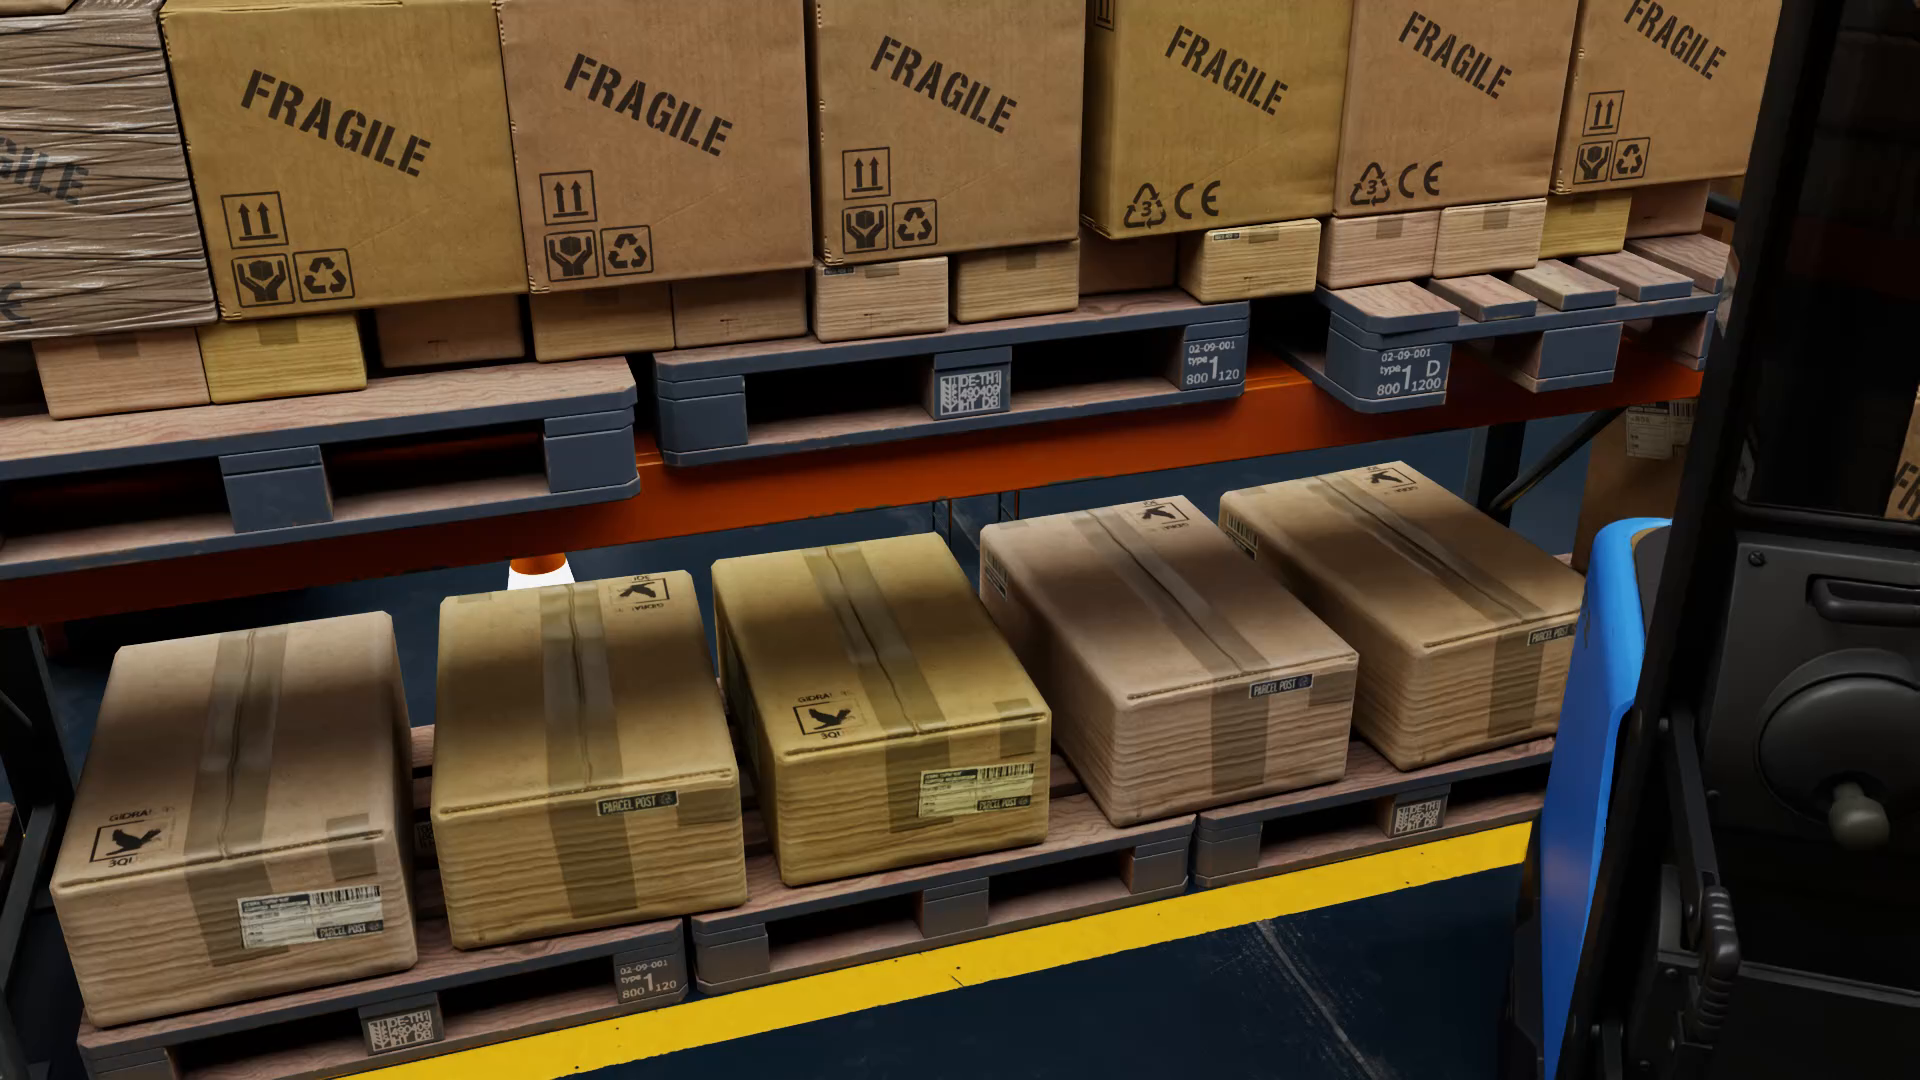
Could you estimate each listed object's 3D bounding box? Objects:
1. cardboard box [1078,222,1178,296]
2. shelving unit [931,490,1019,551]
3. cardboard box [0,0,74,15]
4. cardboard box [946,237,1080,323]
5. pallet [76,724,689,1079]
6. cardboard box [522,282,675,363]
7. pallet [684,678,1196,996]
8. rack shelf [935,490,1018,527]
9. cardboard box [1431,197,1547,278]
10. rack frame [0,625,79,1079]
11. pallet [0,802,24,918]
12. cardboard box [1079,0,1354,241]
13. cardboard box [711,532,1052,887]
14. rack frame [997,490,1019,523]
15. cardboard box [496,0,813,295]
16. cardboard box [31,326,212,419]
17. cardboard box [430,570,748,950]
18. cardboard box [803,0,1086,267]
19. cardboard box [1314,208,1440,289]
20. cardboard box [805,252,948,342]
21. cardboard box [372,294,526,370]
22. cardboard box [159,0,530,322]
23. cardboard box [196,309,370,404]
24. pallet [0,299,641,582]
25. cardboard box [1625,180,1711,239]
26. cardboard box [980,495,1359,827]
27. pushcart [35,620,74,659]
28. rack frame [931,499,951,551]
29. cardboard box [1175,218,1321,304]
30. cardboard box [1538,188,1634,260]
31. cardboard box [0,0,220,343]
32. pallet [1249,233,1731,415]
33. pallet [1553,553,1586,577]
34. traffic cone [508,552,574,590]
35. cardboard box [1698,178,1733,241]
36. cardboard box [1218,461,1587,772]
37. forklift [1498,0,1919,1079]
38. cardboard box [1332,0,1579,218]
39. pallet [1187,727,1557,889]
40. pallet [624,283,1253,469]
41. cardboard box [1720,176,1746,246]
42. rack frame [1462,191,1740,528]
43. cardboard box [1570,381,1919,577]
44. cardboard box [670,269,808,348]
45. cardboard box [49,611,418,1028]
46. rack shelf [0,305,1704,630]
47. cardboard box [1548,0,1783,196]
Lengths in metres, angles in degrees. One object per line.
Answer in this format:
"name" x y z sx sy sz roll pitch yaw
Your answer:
"cardboard box" 0.265 -0.646 3.488 0.250 0.149 0.380 -8 28 -16
"shelving unit" 0.051 -0.478 5.531 0.252 1.050 0.215 -8 28 -16
"cardboard box" -1.507 -0.914 2.568 0.250 0.149 0.380 -8 28 -16
"cardboard box" 0.052 -0.577 3.349 0.250 0.149 0.380 -9 28 -18
"pallet" -1.324 0.799 3.902 1.213 0.211 1.003 -8 28 -16
"cardboard box" -0.697 -0.480 3.153 0.250 0.149 0.380 -8 27 -15
"pallet" -0.162 0.630 4.244 1.213 0.211 1.003 -8 28 -16
"rack shelf" 0.051 -0.219 5.660 0.240 0.259 0.215 -8 28 -16
"cardboard box" 1.043 -0.702 3.602 0.250 0.149 0.380 -8 28 -17
"rack frame" -2.064 -0.342 3.065 0.127 3.000 1.000 -8 28 -16
"pallet" -2.691 1.015 3.469 1.213 0.211 1.003 -8 28 -16
"cardboard box" 0.426 -0.933 3.336 0.500 0.500 0.500 -10 28 -20
"cardboard box" -0.223 0.377 4.100 0.625 0.372 0.950 -7 27 -14
"rack frame" 0.167 -0.494 5.565 0.008 1.050 0.200 -8 28 -16
"cardboard box" -0.579 -0.783 3.034 0.500 0.500 0.500 -8 28 -16
"cardboard box" -1.440 -0.360 2.912 0.250 0.149 0.380 -8 27 -15
"cardboard box" -0.883 0.473 3.906 0.625 0.372 0.950 -7 27 -13
"cardboard box" -0.094 -0.858 3.186 0.500 0.500 0.500 -9 28 -18
"cardboard box" 0.801 -0.671 3.539 0.250 0.149 0.380 -10 28 -19
"cardboard box" -0.193 -0.528 3.250 0.250 0.149 0.380 -7 27 -14
"cardboard box" -0.954 -0.462 3.117 0.250 0.149 0.380 -6 27 -13
"cardboard box" -1.053 -0.720 2.909 0.500 0.500 0.500 -8 28 -16
"cardboard box" -1.200 -0.391 2.974 0.250 0.149 0.380 -8 27 -15
"pallet" -1.292 -0.300 3.196 1.213 0.211 1.003 -8 28 -16
"cardboard box" 1.501 -0.824 3.846 0.250 0.149 0.380 -7 27 -14
"cardboard box" 0.500 0.275 4.306 0.625 0.372 0.950 -9 28 -17
"pushcart" -2.817 -0.124 5.576 0.936 0.377 1.648 -19 32 -33
"rack frame" -0.065 -0.461 5.498 0.008 1.050 0.200 -8 28 -16
"cardboard box" 0.543 -0.627 3.451 0.250 0.149 0.380 -8 27 -15
"cardboard box" 1.268 -0.756 3.710 0.250 0.149 0.380 -8 27 -15
"cardboard box" -1.529 -0.651 2.769 0.500 0.500 0.500 -8 27 -15
"pallet" 1.095 -0.664 3.929 1.003 0.211 1.213 -8 28 -16
"pallet" 2.513 0.280 4.949 1.213 0.211 1.003 -8 28 -16
"traffic cone" -1.318 0.032 5.166 0.334 0.463 0.336 -8 28 -16
"cardboard box" 2.140 -1.005 4.569 0.500 0.250 0.500 -9 28 -18
"cardboard box" 1.199 0.170 4.517 0.625 0.372 0.950 -10 28 -20
"forklift" 1.395 0.276 1.898 1.130 2.935 3.031 8 27 15
"cardboard box" 0.905 -1.003 3.477 0.500 0.500 0.500 -9 28 -17
"pallet" 0.996 0.463 4.579 1.213 0.211 1.003 -8 28 -16
"pallet" -0.130 -0.517 3.633 1.213 0.211 1.003 -8 28 -16
"cardboard box" 2.283 -0.786 4.130 0.500 0.250 0.500 -9 28 -17
"rack frame" 1.740 -0.893 4.175 0.127 3.000 1.000 -8 28 -16
"cardboard box" 2.422 -0.189 4.675 0.875 0.875 0.875 -8 28 -17
"cardboard box" -0.461 -0.513 3.220 0.250 0.149 0.380 -8 28 -16
"cardboard box" -1.566 0.574 3.704 0.625 0.372 0.950 -8 27 -15
"rack shelf" -0.162 -0.295 3.780 4.000 0.370 1.077 -8 28 -16
"cardboard box" 1.393 -1.079 3.630 0.500 0.500 0.500 -9 28 -18
